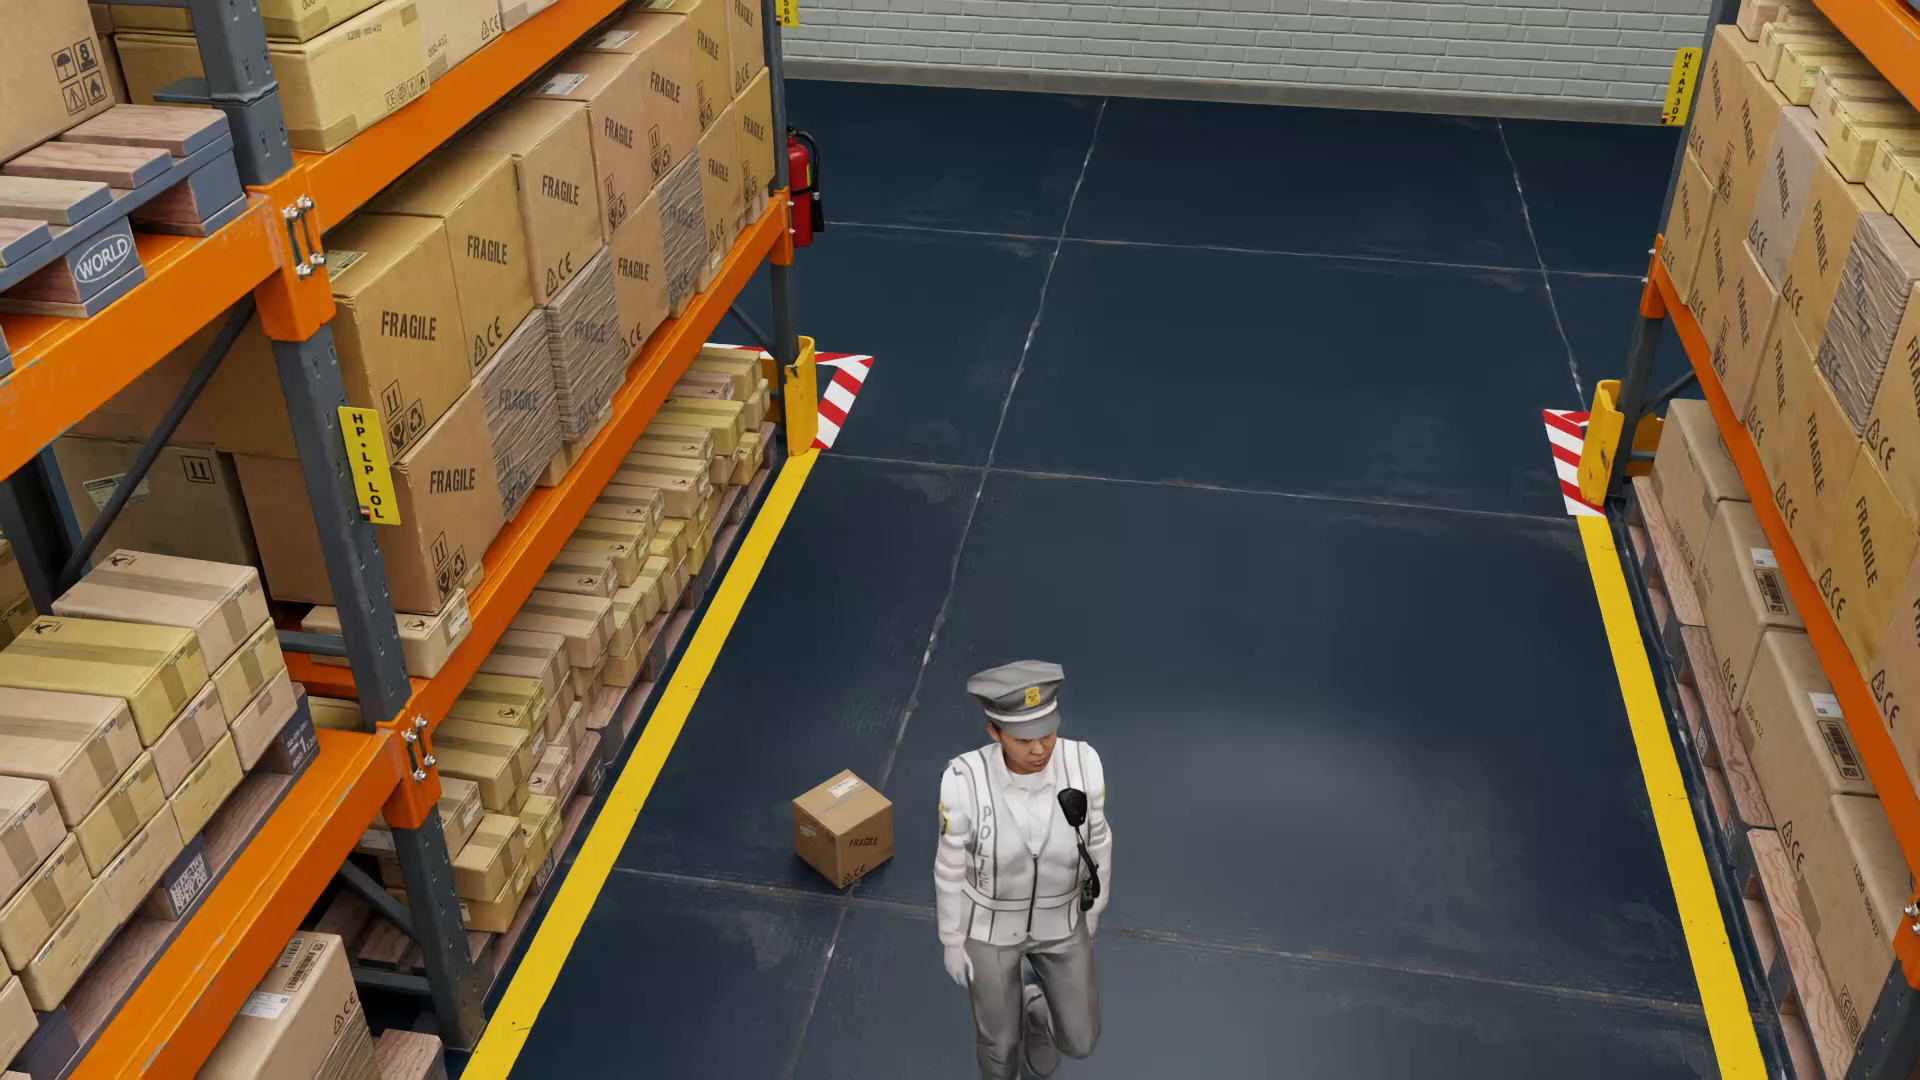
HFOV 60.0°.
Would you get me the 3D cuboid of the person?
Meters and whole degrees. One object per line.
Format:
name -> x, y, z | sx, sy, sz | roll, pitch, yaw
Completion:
person -> 0.168, 0.997, 4.506 | 0.487, 1.679, 0.451 | -6, 33, -9
